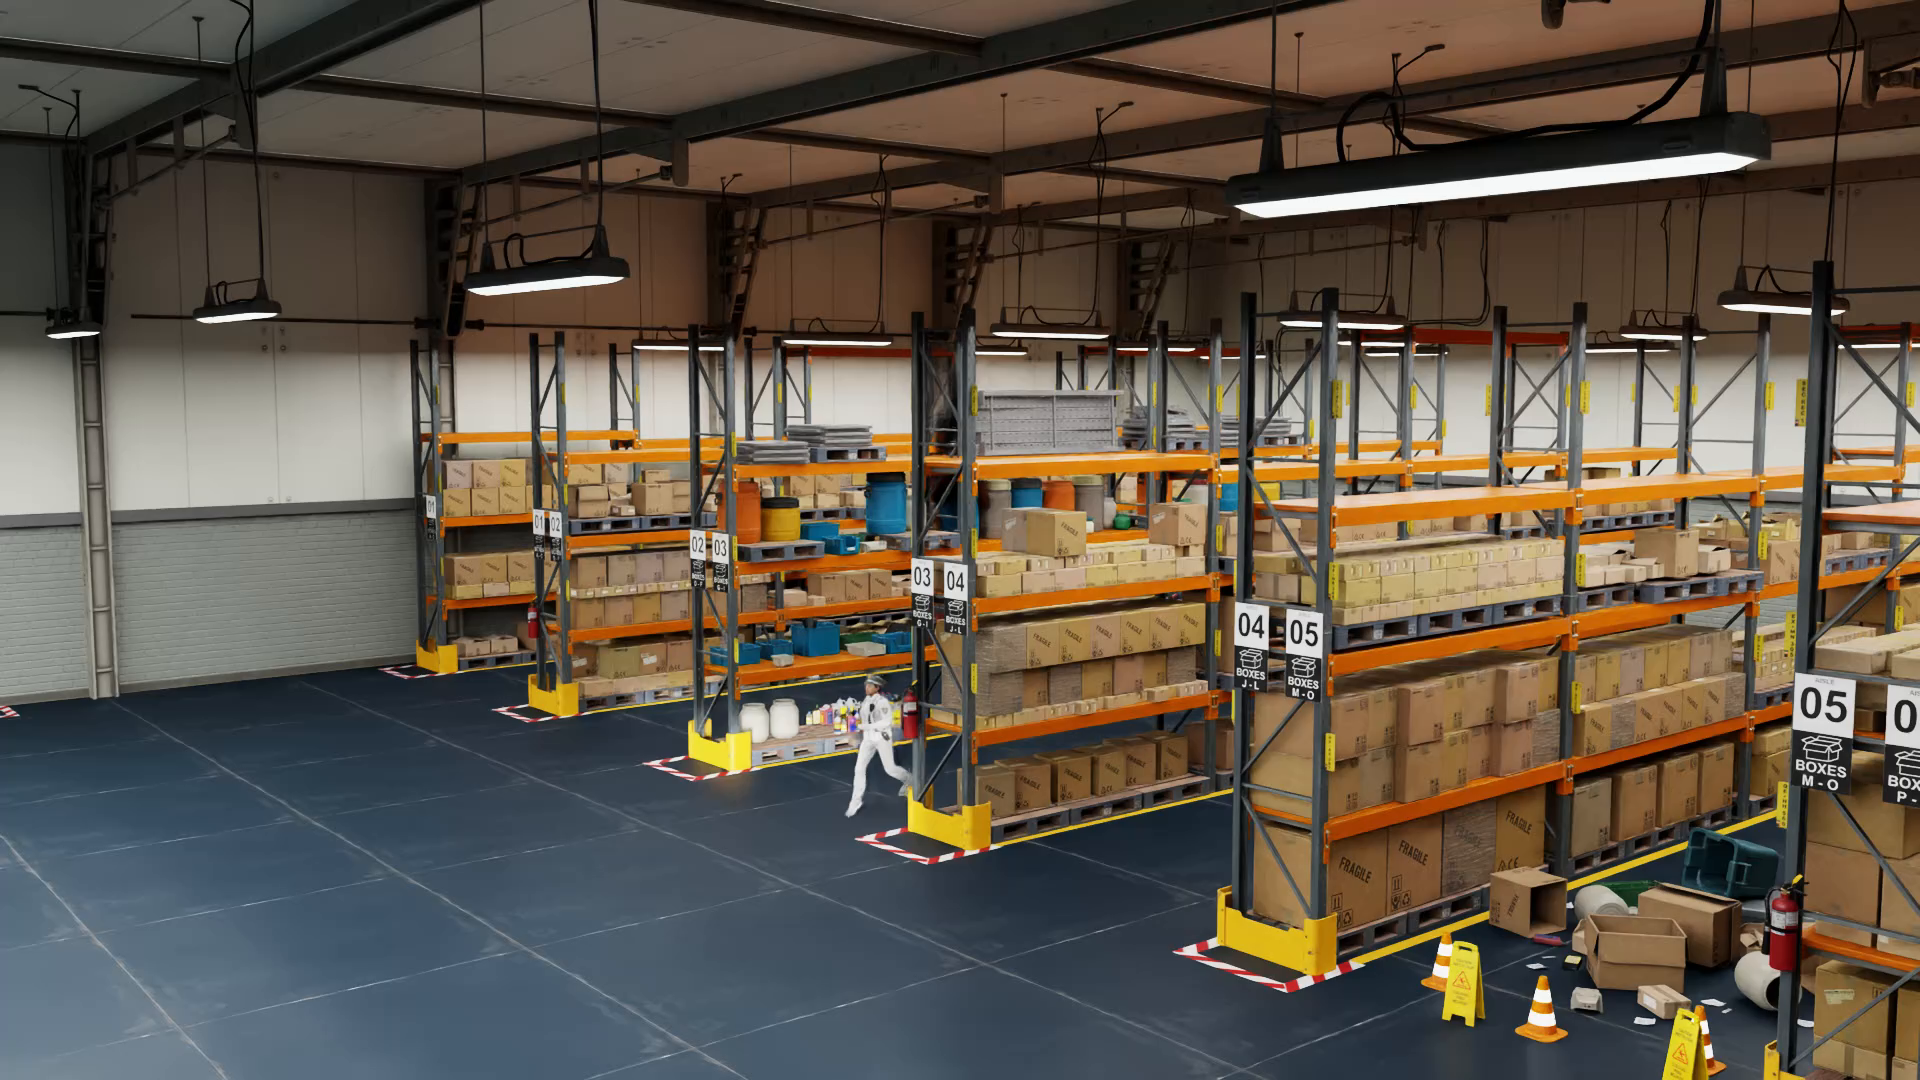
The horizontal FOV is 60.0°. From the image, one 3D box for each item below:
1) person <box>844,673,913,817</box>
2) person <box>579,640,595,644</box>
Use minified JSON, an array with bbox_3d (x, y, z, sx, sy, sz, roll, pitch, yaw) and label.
[{"bbox_3d":[-0.953,2.468,20.241,1.039,1.736,0.568,-5,7,-45],"label":"person"},{"bbox_3d":[-6.510,1.696,28.663,0.557,1.602,0.635,5,7,42],"label":"person"}]
